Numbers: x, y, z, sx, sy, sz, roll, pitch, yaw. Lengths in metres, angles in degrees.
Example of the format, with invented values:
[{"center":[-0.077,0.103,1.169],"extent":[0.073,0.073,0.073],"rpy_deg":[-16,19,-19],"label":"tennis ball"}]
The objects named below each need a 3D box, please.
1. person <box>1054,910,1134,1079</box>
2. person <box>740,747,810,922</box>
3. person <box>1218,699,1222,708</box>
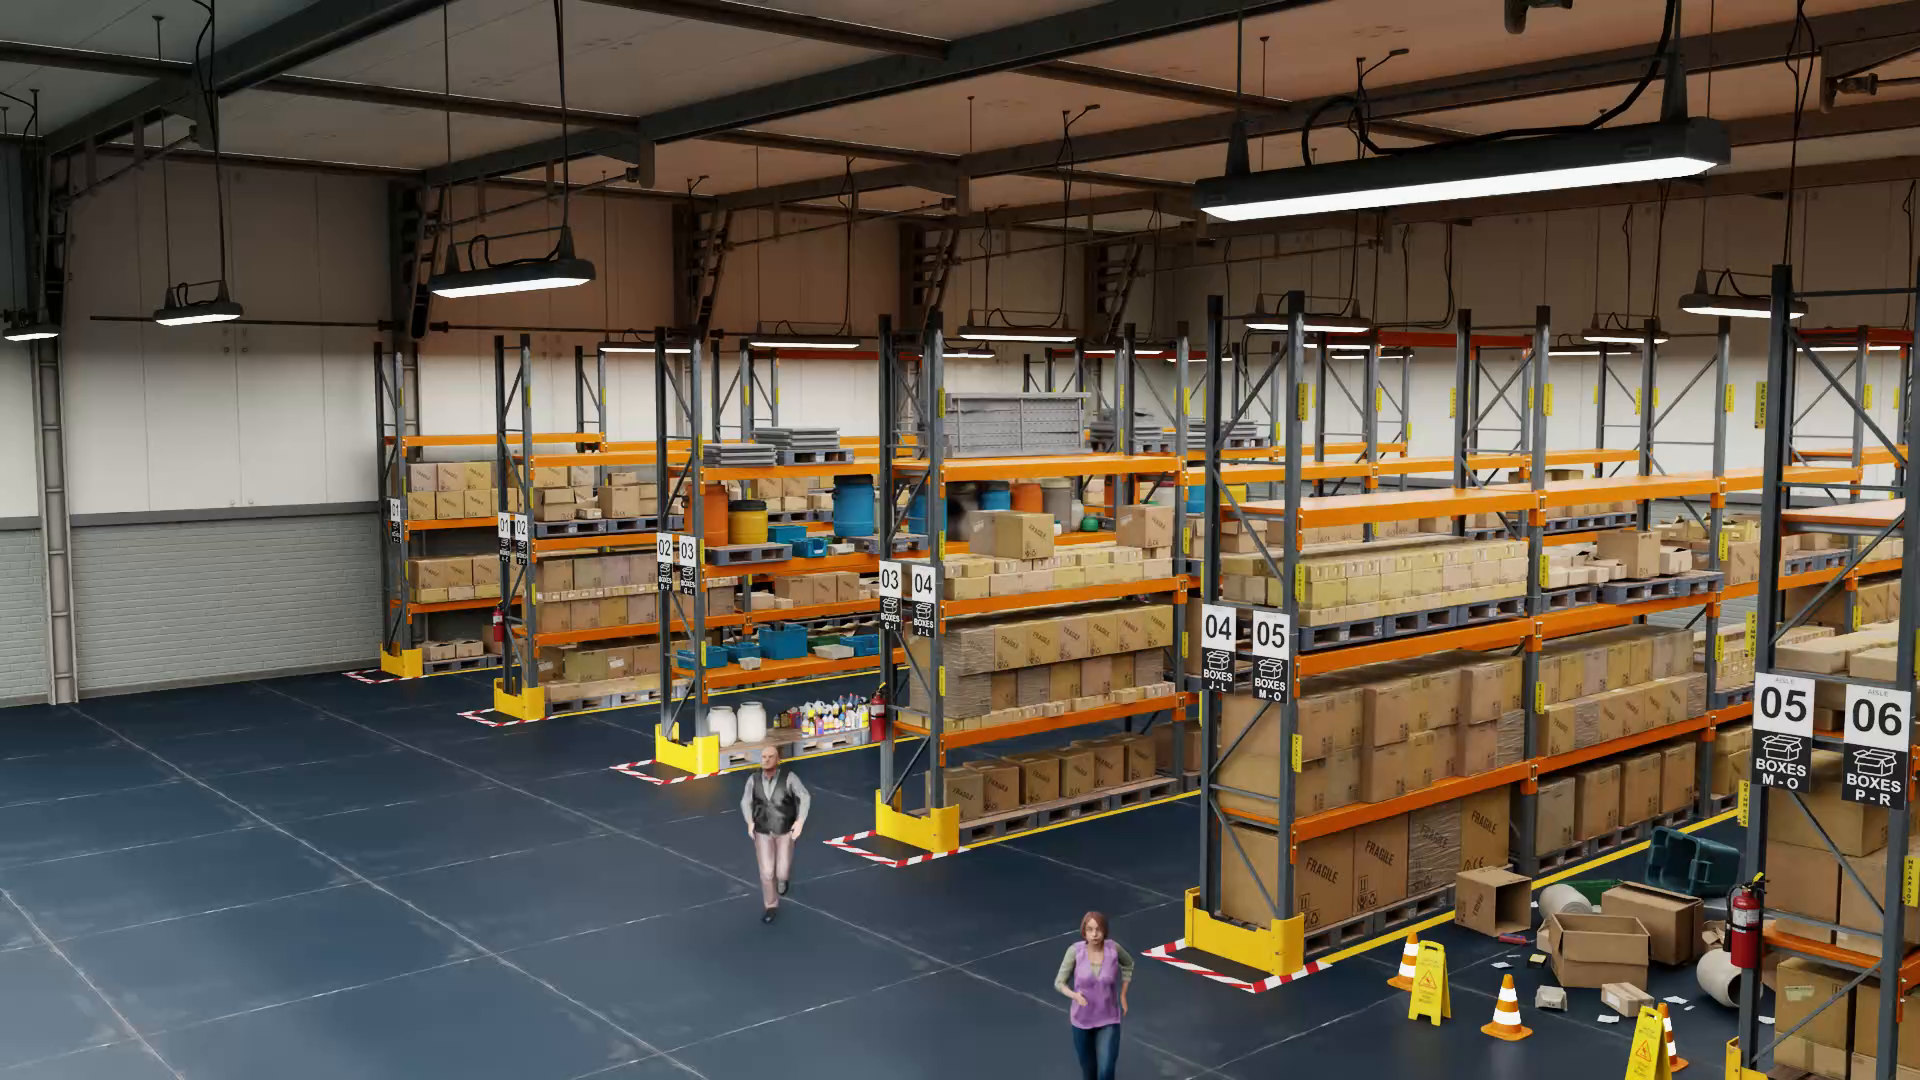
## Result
[{"center":[0.916,3.323,11.407],"extent":[0.528,1.629,0.751],"rpy_deg":[1,5,10],"label":"person"},{"center":[-1.808,2.848,16.286],"extent":[0.683,1.693,0.649],"rpy_deg":[0,5,3],"label":"person"},{"center":[4.030,2.103,24.983],"extent":[0.527,1.559,0.550],"rpy_deg":[5,7,44],"label":"person"}]
